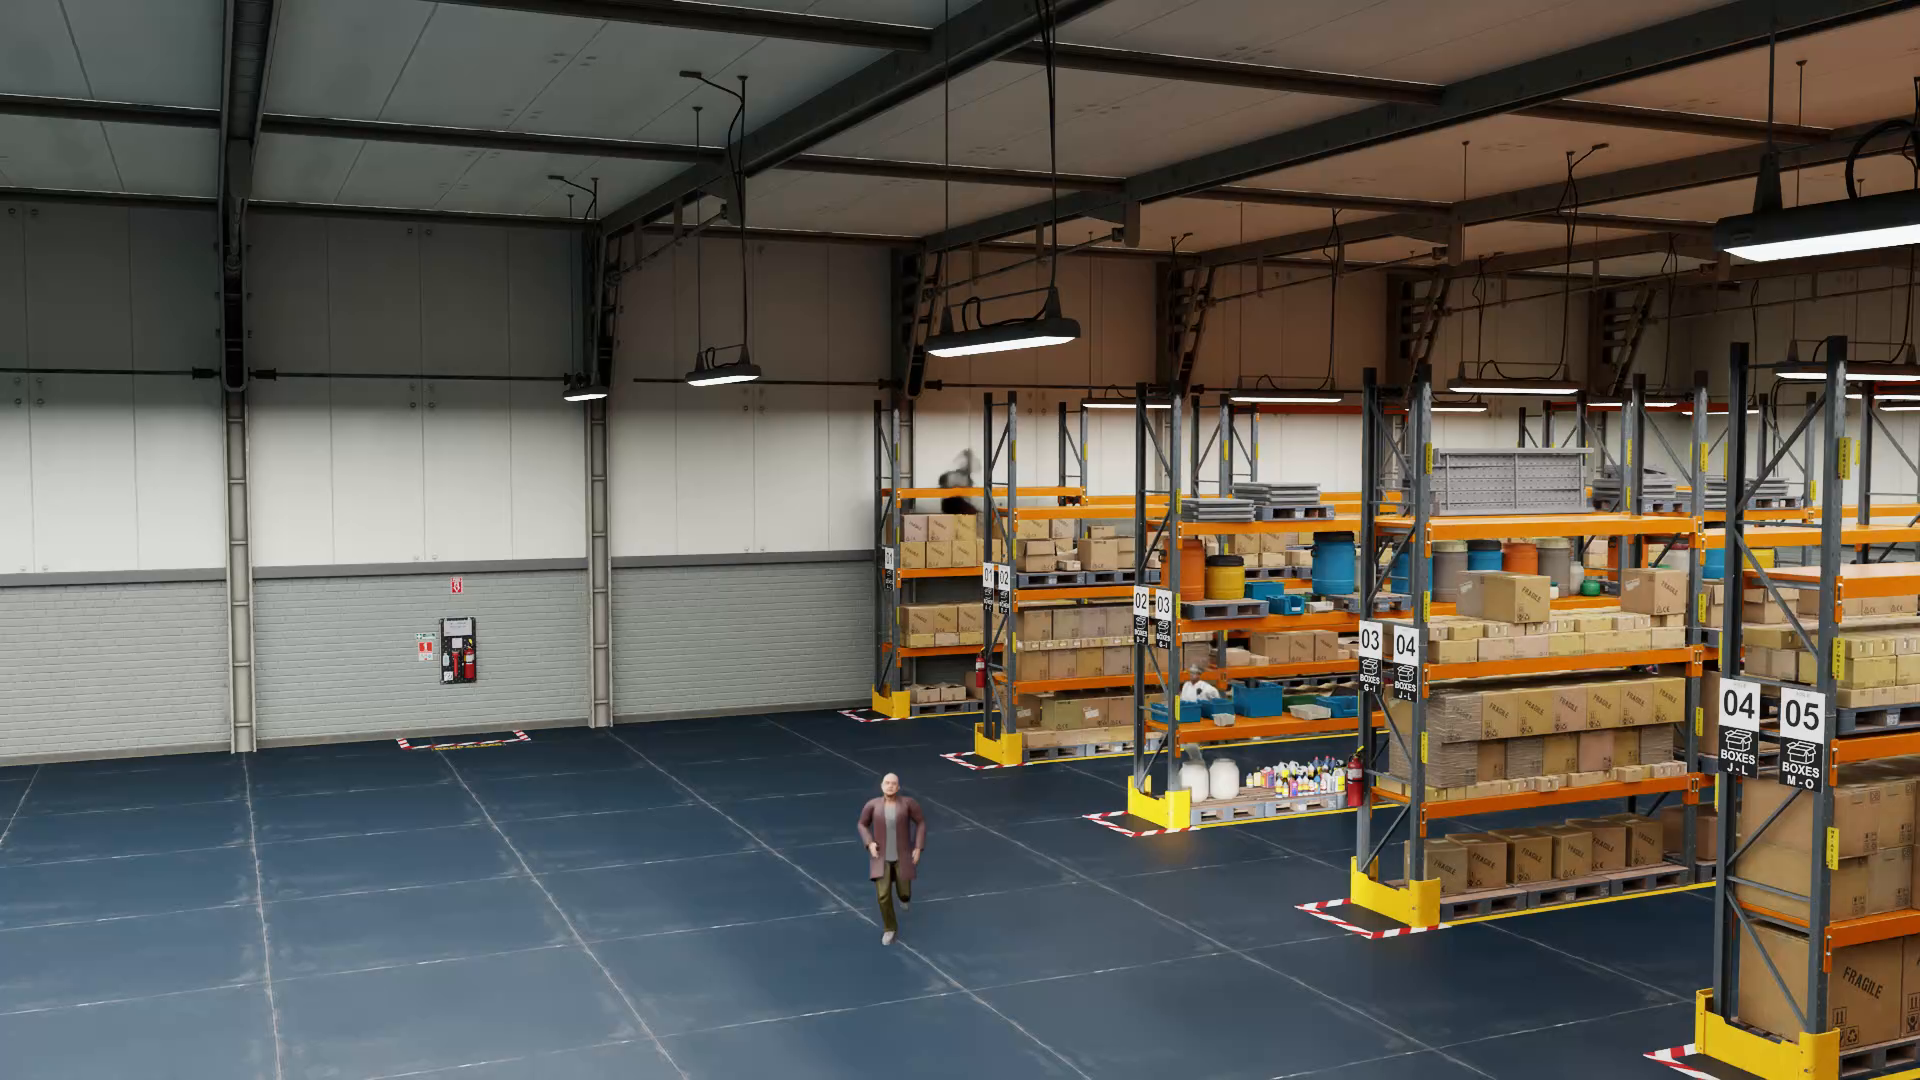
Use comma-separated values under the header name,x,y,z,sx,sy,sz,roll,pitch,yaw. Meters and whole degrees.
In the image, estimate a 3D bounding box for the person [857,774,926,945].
name,x,y,z,sx,sy,sz,roll,pitch,yaw
person,-0.718,3.300,17.433,0.730,1.724,0.717,0,3,-2

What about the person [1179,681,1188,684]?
name,x,y,z,sx,sy,sz,roll,pitch,yaw
person,3.980,2.521,30.408,0.563,1.728,0.635,-1,4,-21

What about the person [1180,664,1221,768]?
name,x,y,z,sx,sy,sz,roll,pitch,yaw
person,3.581,2.806,25.557,0.689,1.821,0.642,-3,4,-38
